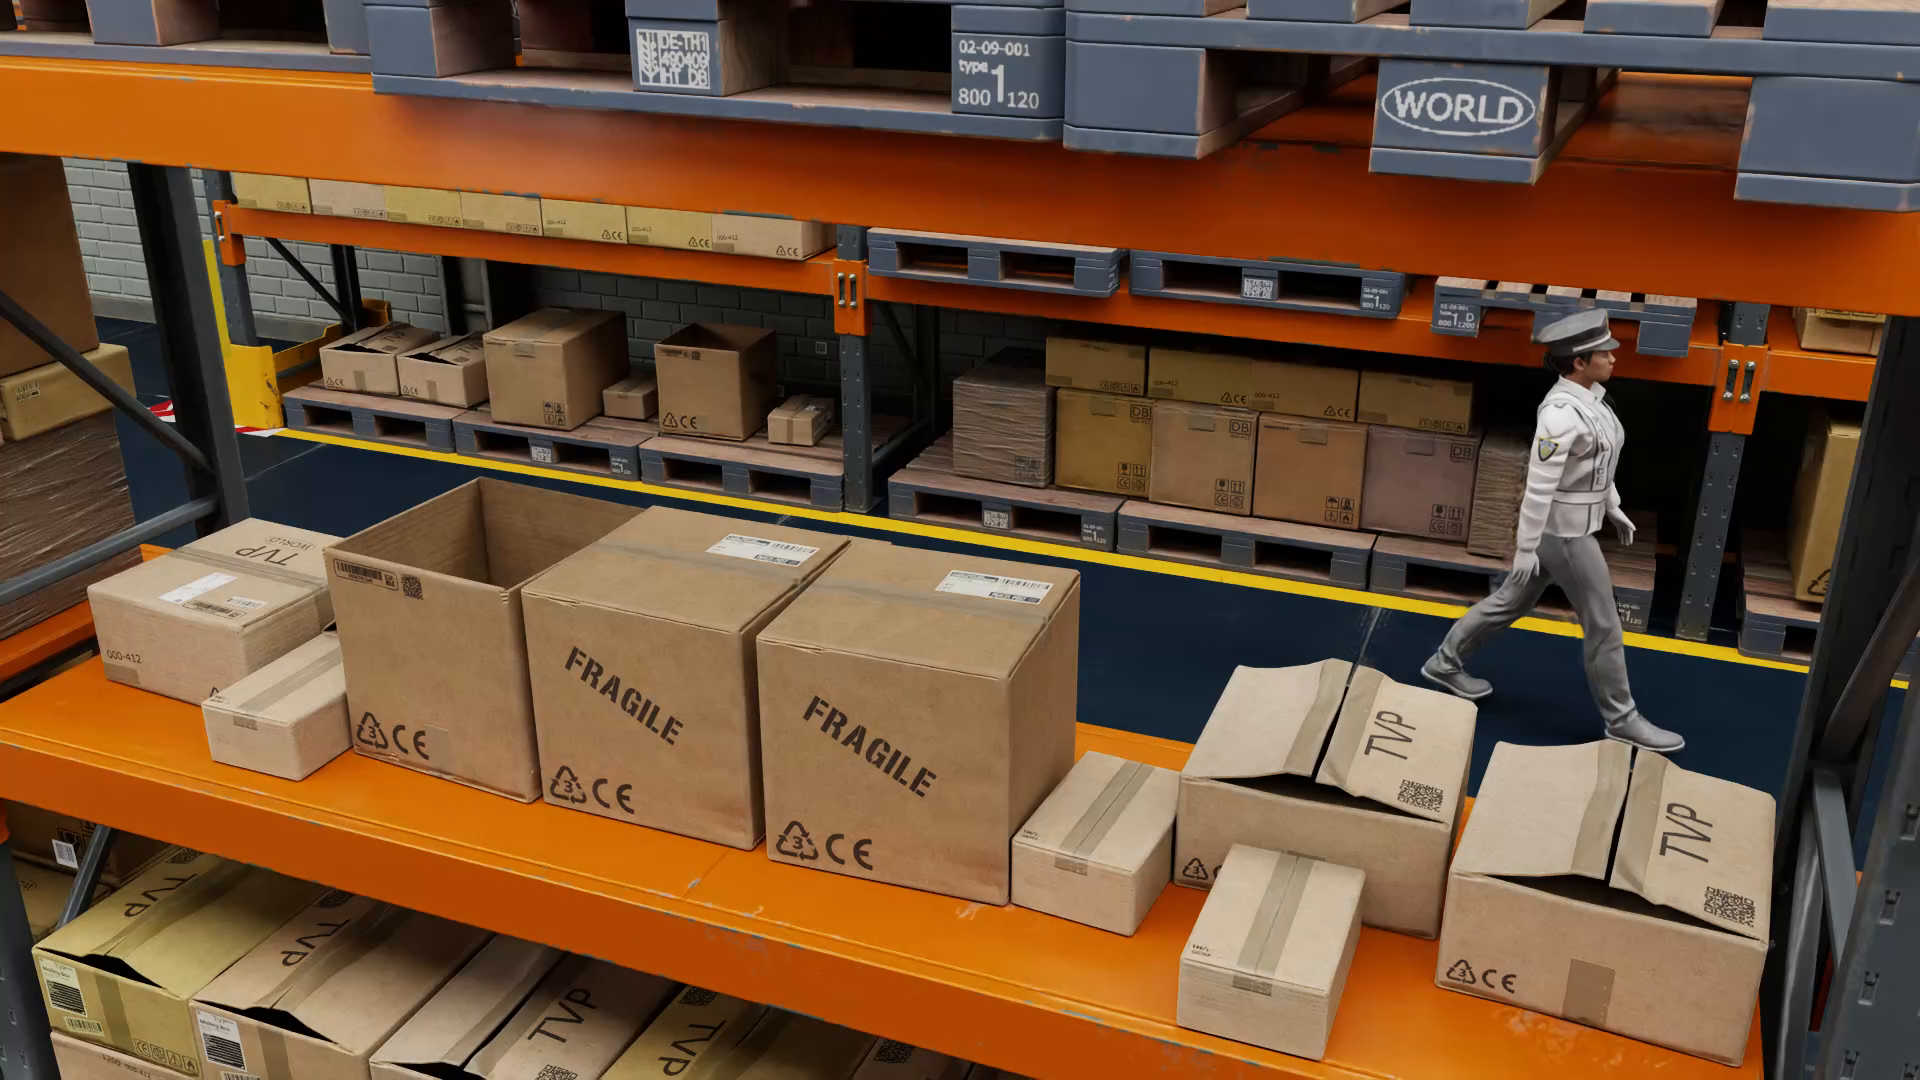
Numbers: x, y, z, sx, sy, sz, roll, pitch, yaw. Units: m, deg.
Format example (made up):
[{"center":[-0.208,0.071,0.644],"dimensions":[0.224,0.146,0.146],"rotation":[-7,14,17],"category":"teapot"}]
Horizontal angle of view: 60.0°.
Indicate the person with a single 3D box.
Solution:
[{"center":[2.300,-0.067,6.202],"dimensions":[0.999,1.634,0.508],"rotation":[10,24,22],"category":"person"}]
